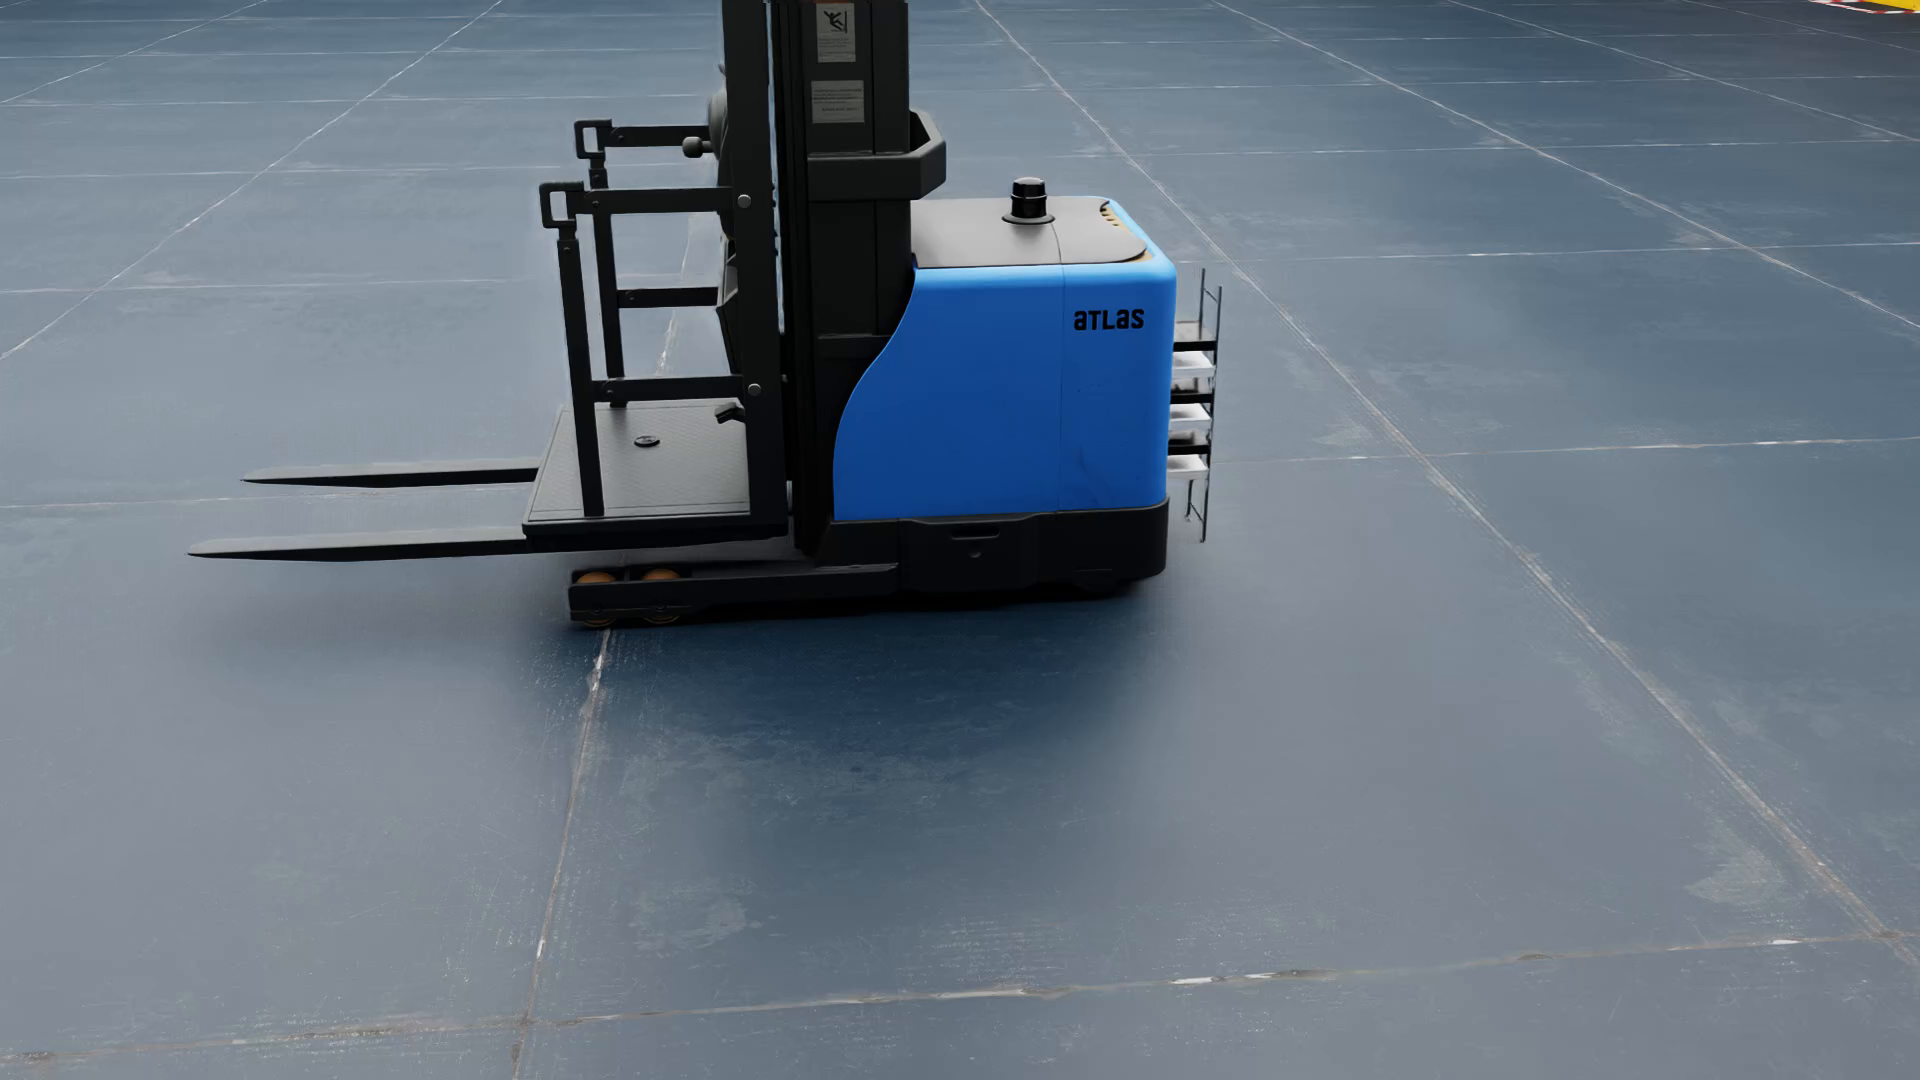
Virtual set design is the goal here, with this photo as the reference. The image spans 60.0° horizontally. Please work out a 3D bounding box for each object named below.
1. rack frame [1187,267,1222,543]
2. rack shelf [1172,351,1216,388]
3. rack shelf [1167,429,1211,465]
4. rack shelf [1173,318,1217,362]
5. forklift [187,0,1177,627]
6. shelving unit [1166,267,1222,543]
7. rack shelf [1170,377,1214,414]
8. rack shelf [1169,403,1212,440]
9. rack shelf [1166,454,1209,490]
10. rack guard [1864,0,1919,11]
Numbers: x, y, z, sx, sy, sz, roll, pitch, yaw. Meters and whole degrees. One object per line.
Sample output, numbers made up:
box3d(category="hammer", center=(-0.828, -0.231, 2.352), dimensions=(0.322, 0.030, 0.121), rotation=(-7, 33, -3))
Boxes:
box3d(category="rack frame", center=(0.822, -0.449, 5.614), dimensions=(0.006, 0.900, 0.240), rotation=(-3, 24, -6))
box3d(category="rack shelf", center=(0.721, -0.578, 5.544), dimensions=(0.200, 0.077, 0.258), rotation=(-3, 24, -6))
box3d(category="rack shelf", center=(0.721, -0.331, 5.653), dimensions=(0.200, 0.077, 0.258), rotation=(-3, 24, -6))
box3d(category="rack shelf", center=(0.721, -0.660, 5.507), dimensions=(0.200, 0.077, 0.258), rotation=(-3, 24, -6))
box3d(category="forklift", center=(-0.891, -1.298, 5.024), dimensions=(3.031, 2.935, 1.130), rotation=(-3, 24, -6))
box3d(category="shelving unit", center=(0.721, -0.444, 5.603), dimensions=(0.210, 0.900, 0.258), rotation=(-3, 24, -6))
box3d(category="rack shelf", center=(0.721, -0.496, 5.580), dimensions=(0.200, 0.077, 0.258), rotation=(-3, 24, -6))
box3d(category="rack shelf", center=(0.721, -0.414, 5.617), dimensions=(0.200, 0.077, 0.258), rotation=(-3, 24, -6))
box3d(category="rack shelf", center=(0.721, -0.249, 5.690), dimensions=(0.200, 0.077, 0.258), rotation=(-3, 24, -6))
box3d(category="rack guard", center=(11.688, -6.856, 20.521), dimensions=(0.348, 0.500, 1.175), rotation=(-2, 24, -5))
